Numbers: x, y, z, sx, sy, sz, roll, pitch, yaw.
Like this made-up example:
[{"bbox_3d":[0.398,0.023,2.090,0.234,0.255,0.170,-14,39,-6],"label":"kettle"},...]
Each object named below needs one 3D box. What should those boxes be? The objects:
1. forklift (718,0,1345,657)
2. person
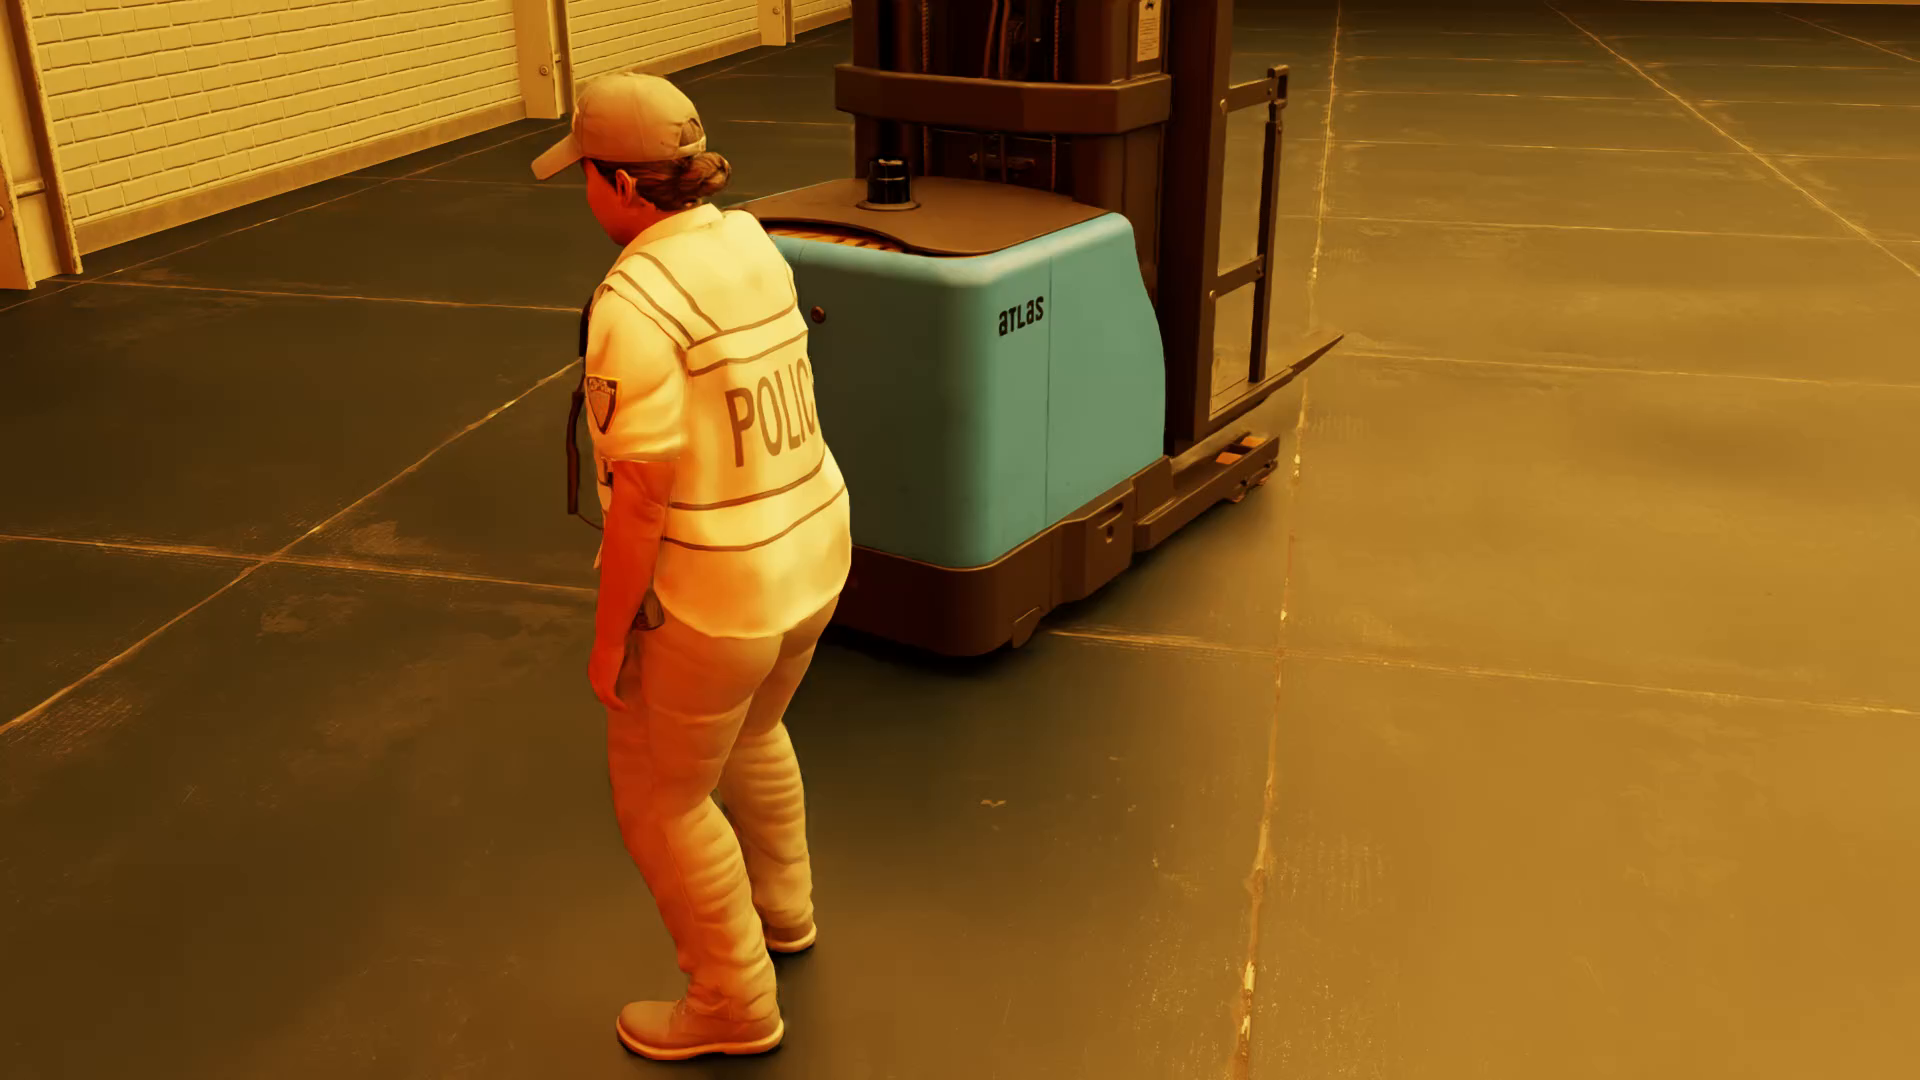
[{"bbox_3d":[0.420,-1.565,5.105,1.130,2.935,3.031,14,26,30],"label":"forklift"},{"bbox_3d":[-0.435,0.077,2.770,0.454,1.660,0.539,10,24,24],"label":"person"}]
